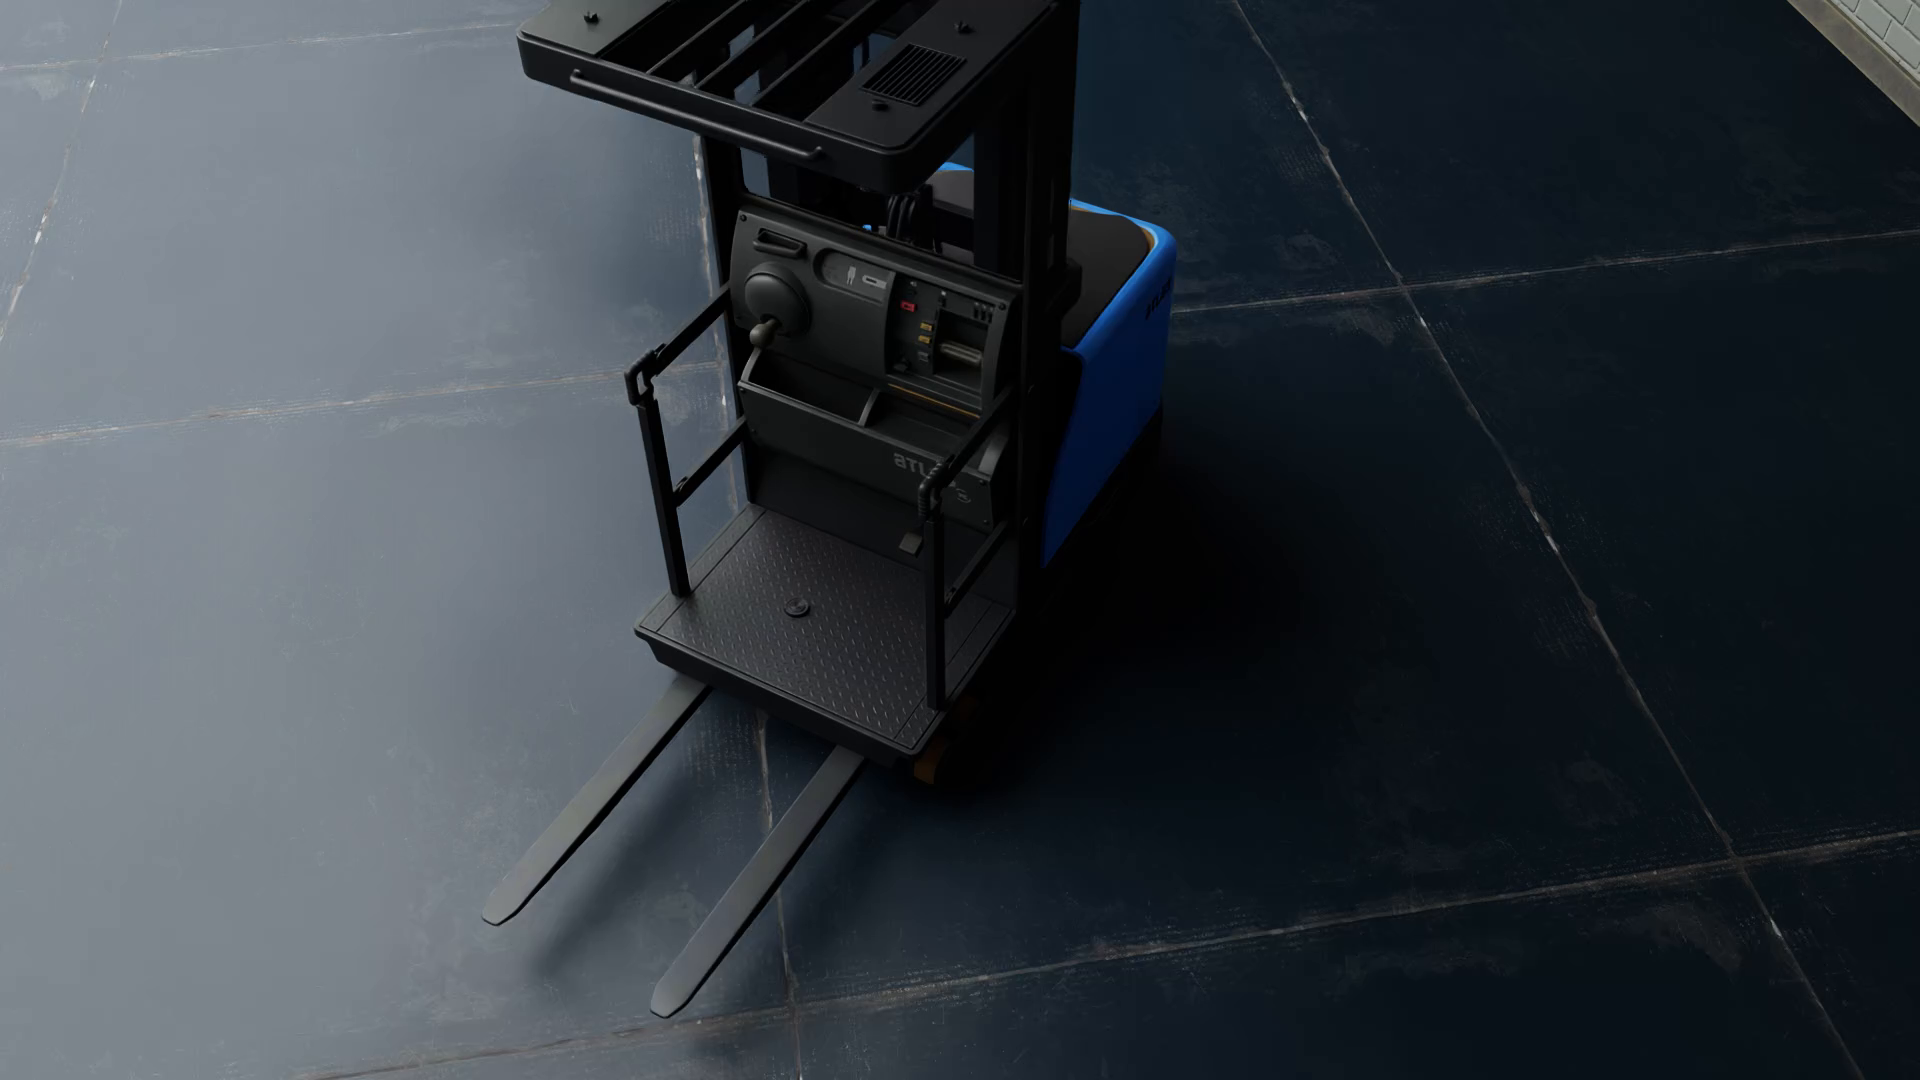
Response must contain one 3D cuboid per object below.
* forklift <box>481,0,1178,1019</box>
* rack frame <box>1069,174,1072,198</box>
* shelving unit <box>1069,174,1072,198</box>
[{"bbox_3d":[-0.379,-0.592,4.785,1.130,2.935,3.031,22,50,20],"label":"forklift"},{"bbox_3d":[0.422,-0.998,6.586,0.006,0.900,0.240,1,46,1],"label":"rack frame"},{"bbox_3d":[0.320,-1.000,6.588,0.210,0.900,0.258,1,46,1],"label":"shelving unit"}]
